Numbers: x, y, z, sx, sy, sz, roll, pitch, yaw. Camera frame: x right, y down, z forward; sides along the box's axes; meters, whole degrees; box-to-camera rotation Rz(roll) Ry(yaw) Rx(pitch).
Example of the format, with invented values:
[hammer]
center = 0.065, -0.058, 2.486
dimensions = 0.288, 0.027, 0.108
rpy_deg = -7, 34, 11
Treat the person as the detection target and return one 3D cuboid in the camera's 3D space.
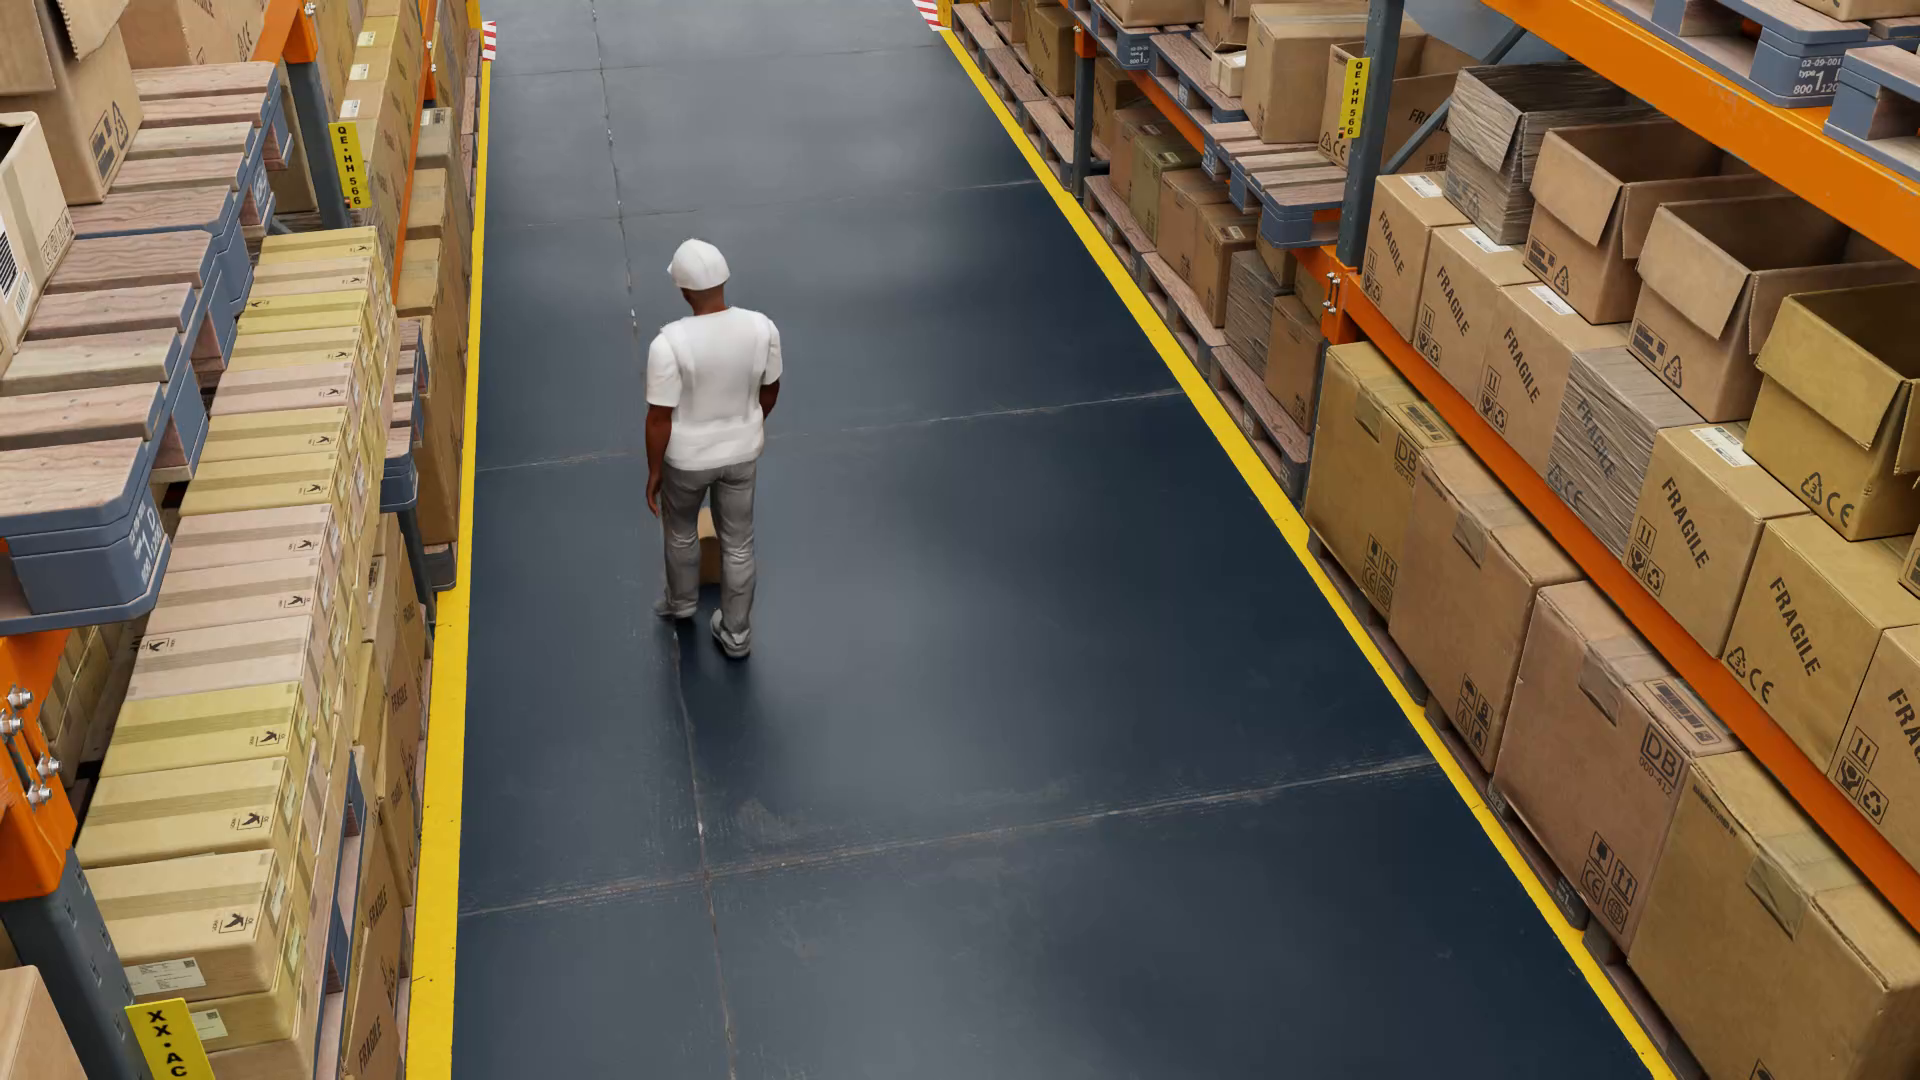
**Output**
[person]
center = -1.001, -0.356, 6.671
dimensions = 0.627, 1.818, 0.624
rpy_deg = -14, 37, -20
